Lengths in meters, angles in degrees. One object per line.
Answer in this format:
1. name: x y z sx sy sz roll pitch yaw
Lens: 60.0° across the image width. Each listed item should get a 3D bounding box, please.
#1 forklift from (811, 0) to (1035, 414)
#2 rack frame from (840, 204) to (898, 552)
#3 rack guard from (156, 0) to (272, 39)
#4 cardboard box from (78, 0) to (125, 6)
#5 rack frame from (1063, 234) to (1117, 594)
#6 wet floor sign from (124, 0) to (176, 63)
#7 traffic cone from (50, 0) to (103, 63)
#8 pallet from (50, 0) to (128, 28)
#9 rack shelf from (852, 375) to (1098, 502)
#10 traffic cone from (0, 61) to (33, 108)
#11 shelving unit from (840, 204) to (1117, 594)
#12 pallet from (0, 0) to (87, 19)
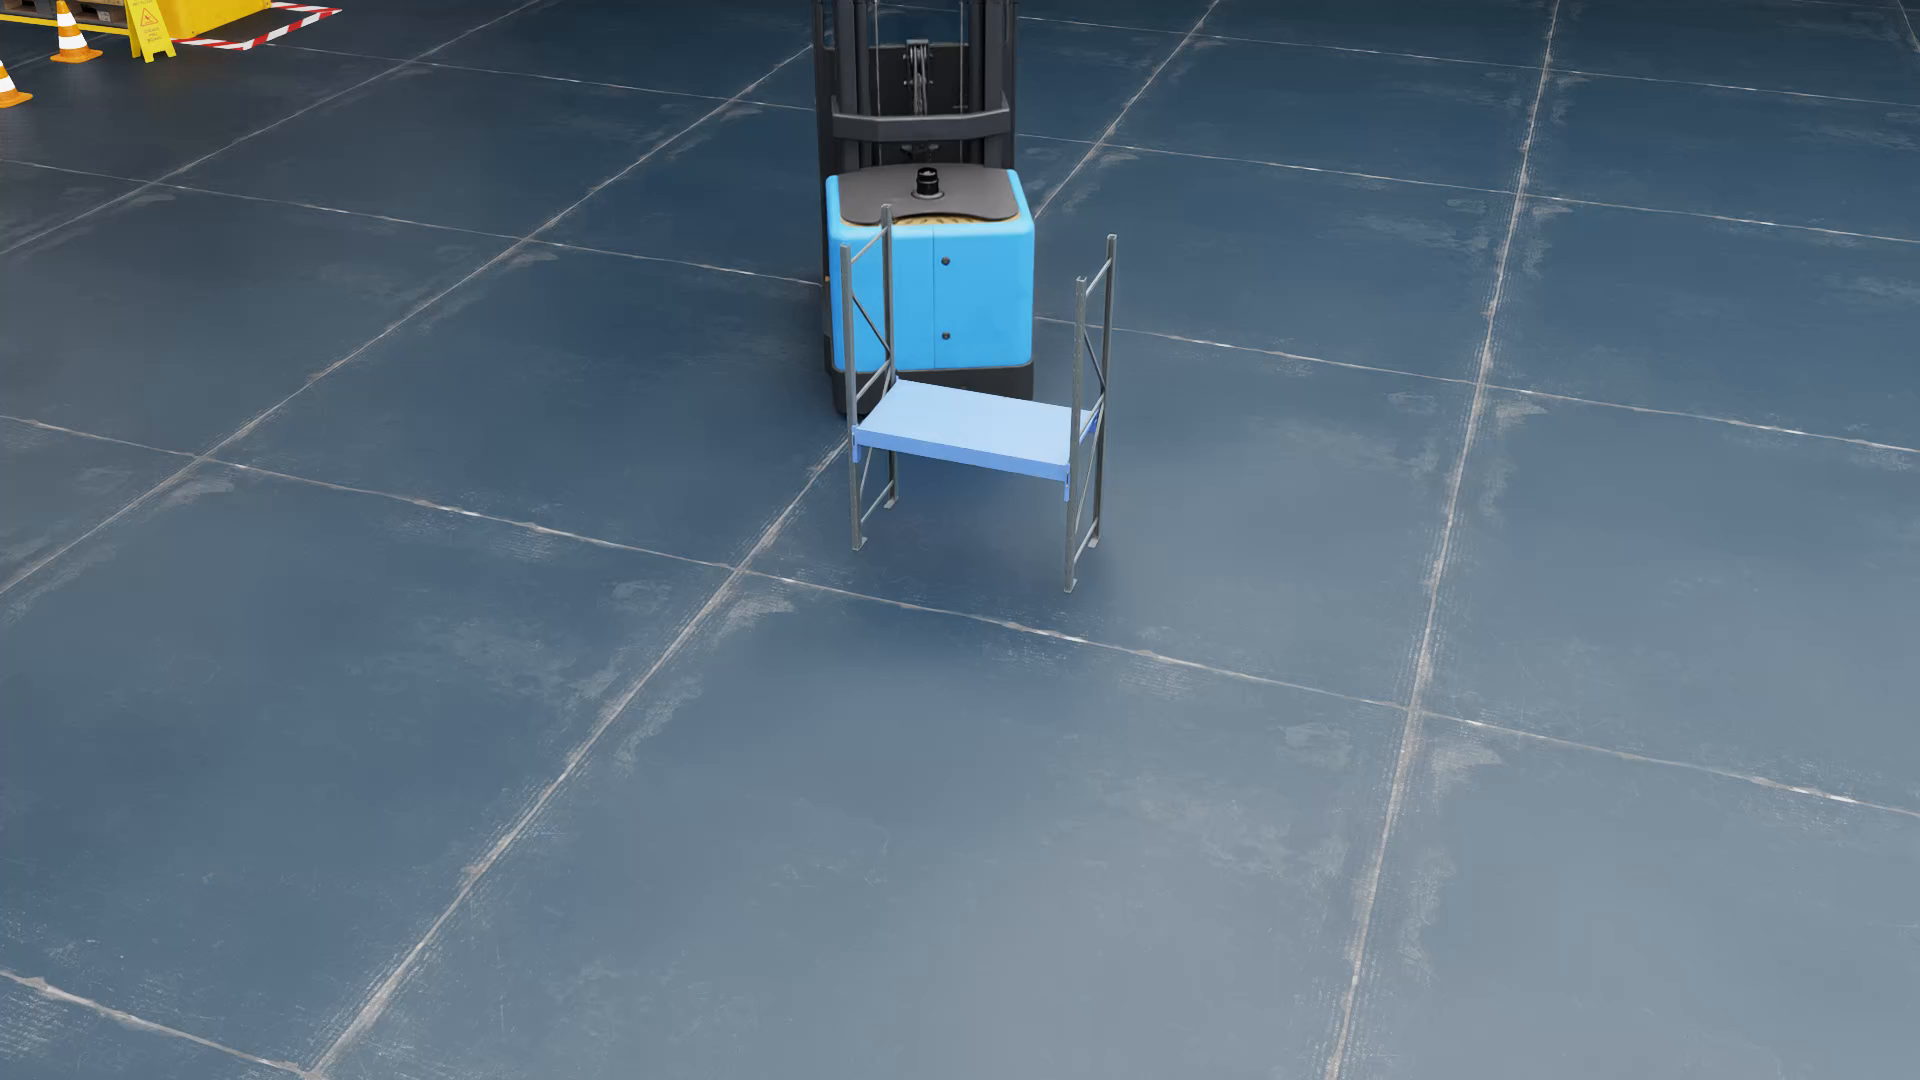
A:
1. forklift: -0.264 -2.660 9.168 1.130 2.935 3.031 -3 33 -4
2. rack frame: -0.398 -0.708 7.463 0.032 1.500 0.500 11 34 16
3. rack guard: -6.718 -4.902 14.882 0.348 0.500 1.175 11 34 16
4. cardboard box: -7.521 -4.975 14.837 0.500 0.250 0.500 11 34 16
5. rack frame: 0.559 -0.521 7.175 0.032 1.500 0.500 11 34 16
6. wet floor sign: -6.828 -4.368 13.921 0.232 0.644 0.267 24 40 32
7. traffic cone: -7.486 -4.293 13.972 0.334 0.463 0.336 11 34 16
8. pallet: -7.471 -4.948 15.218 1.213 0.211 1.003 11 34 16
9. rack shelf: 0.080 -0.463 7.417 1.000 0.185 0.538 11 34 16
10. traffic cone: -7.541 -3.664 12.998 0.334 0.463 0.336 11 34 16
11. shelving unit: 0.080 -0.614 7.319 1.048 1.500 0.538 11 34 16
12. pallet: -8.615 -5.172 15.565 1.213 0.211 1.003 11 34 16
